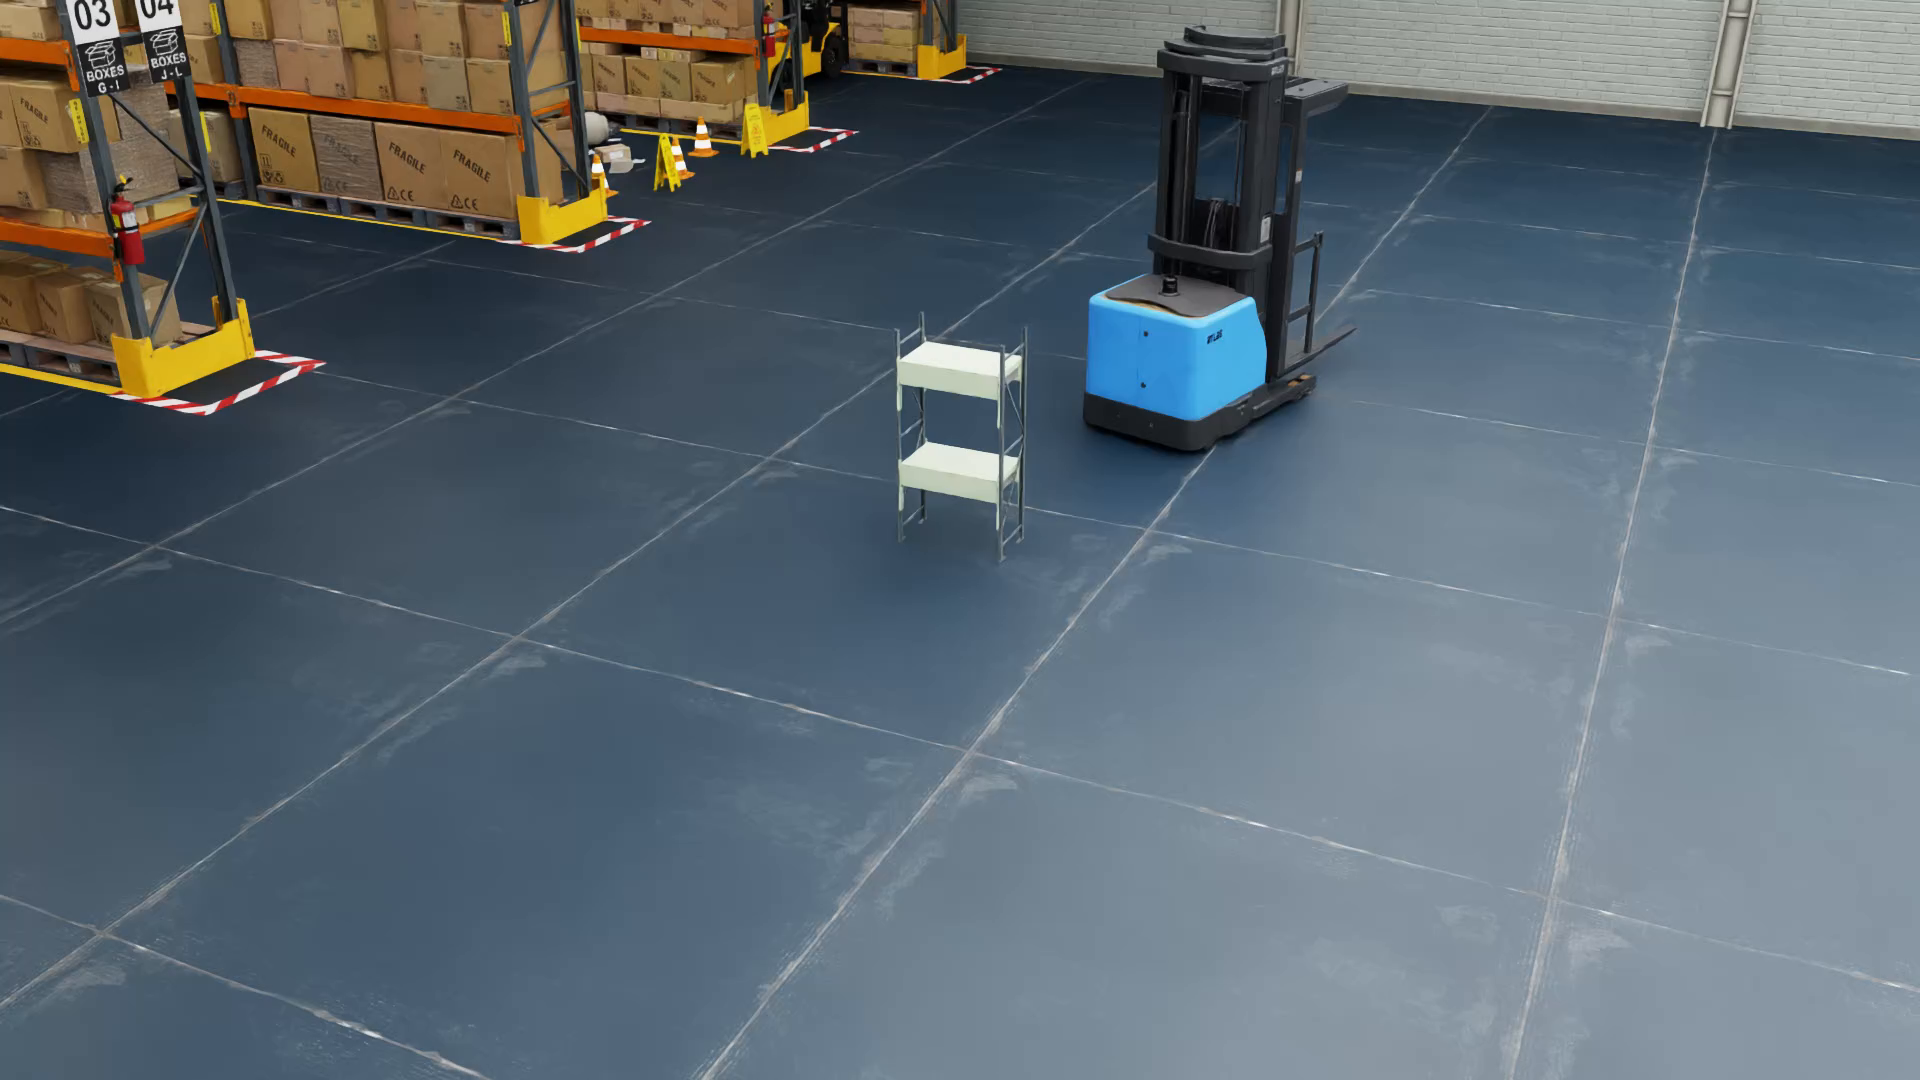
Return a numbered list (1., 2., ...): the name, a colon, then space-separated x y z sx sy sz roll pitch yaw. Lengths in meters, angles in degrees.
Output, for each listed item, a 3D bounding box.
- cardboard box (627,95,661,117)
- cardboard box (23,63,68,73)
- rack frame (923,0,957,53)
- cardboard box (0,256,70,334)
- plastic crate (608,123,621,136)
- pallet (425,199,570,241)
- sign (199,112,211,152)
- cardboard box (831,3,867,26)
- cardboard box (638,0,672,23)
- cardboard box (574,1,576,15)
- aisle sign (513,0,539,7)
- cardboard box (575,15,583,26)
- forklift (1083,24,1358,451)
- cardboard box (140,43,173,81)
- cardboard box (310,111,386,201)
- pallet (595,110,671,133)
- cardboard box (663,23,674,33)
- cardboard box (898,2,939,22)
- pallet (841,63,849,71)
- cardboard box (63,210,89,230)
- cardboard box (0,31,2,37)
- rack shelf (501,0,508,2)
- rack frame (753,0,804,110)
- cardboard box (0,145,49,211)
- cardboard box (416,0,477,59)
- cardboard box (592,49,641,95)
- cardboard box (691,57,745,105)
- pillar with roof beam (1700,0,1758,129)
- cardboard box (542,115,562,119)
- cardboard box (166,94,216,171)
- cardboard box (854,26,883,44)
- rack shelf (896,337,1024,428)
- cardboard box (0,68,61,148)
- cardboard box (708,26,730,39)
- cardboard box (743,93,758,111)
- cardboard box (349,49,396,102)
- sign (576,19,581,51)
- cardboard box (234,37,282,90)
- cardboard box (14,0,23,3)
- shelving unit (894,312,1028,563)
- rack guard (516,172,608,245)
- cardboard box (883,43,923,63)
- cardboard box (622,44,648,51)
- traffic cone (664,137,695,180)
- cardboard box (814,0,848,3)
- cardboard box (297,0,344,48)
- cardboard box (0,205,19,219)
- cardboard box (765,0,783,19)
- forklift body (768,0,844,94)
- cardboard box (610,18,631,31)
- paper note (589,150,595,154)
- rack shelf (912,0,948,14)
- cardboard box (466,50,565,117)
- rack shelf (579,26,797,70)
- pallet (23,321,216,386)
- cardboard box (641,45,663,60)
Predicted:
1. cardboard box: -4.150 -5.917 22.510 0.500 0.250 0.500 10 28 20
2. cardboard box: -7.298 -3.678 13.743 0.500 0.500 0.500 11 28 22
3. rack frame: -0.305 -8.728 25.582 0.127 3.000 1.000 11 28 22
4. cardboard box: -8.140 -2.152 14.580 0.500 0.500 0.500 14 30 27
5. plastic crate: -4.908 -5.536 22.404 0.583 0.080 0.402 2 26 4
6. pallet: -5.073 -3.586 18.295 1.213 0.211 1.003 11 28 22
7. sign: -6.234 -3.353 13.685 0.005 0.325 0.100 11 28 22
8. cardboard box: -1.784 -8.269 26.156 0.500 0.250 0.500 12 29 22
9. cardboard box: -3.872 -7.085 21.794 0.500 0.500 0.500 11 28 22
10. cardboard box: -5.246 -7.366 22.366 0.500 0.500 0.500 11 28 22
11. aisle sign: -4.373 -5.755 16.601 0.004 0.787 0.394 11 28 22
12. cardboard box: -5.127 -7.043 22.443 0.250 0.149 0.380 12 29 23
13. forklift: 2.276 -2.564 13.140 1.130 2.935 3.031 20 32 34
14. cardboard box: -9.000 -5.579 19.073 0.500 0.500 0.500 11 28 21
15. cardboard box: -6.589 -4.383 18.686 0.875 0.875 0.875 12 28 22
16. pallet: -4.257 -5.881 22.956 1.213 0.211 1.003 11 28 22
17. cardboard box: -3.708 -6.797 21.943 0.250 0.149 0.380 12 29 23
18. cardboard box: -0.664 -8.295 26.209 0.500 0.250 0.500 11 28 21
19. pallet: -2.125 -7.824 26.902 1.213 0.211 1.003 11 28 22
20. cardboard box: -7.031 -2.649 13.519 0.250 0.149 0.380 11 28 22
21. cardboard box: -7.458 -4.101 12.958 0.500 0.250 0.500 12 28 22
22. rack shelf: -6.134 -6.111 17.685 4.000 0.370 1.077 11 28 22
23. rack frame: -2.356 -6.732 21.527 0.127 3.000 1.000 11 28 22
24. cardboard box: -7.452 -3.080 13.660 0.500 0.500 0.875 11 28 22
25. cardboard box: -5.174 -5.421 17.473 0.550 0.550 0.875 11 28 22
26. cardboard box: -4.609 -6.349 22.538 0.500 0.500 0.500 13 29 24
27. cardboard box: -3.193 -6.064 21.960 0.500 0.500 0.500 12 28 22
28. pillar with roof beam: 8.576 -7.984 17.279 0.400 9.000 9.100 11 28 22
29. cardboard box: -5.585 -5.600 22.054 0.500 0.500 0.500 -12 29 -23
30. cardboard box: -9.433 -4.888 19.854 0.750 0.750 1.050 11 28 22
31. cardboard box: -1.329 -7.966 26.106 0.500 0.250 0.500 11 28 21
32. rack shelf: 0.006 -1.022 10.744 0.720 0.370 0.431 11 28 22
33. cardboard box: -7.519 -3.464 13.308 0.500 0.500 0.500 11 28 22
34. cardboard box: -3.062 -6.603 21.550 0.250 0.149 0.380 11 28 21
35. cardboard box: -2.976 -5.945 22.567 0.500 0.250 0.500 11 28 21
36. cardboard box: -6.137 -5.165 18.174 0.500 0.550 0.875 11 28 22
37. sign: -4.078 -5.369 17.689 0.005 0.325 0.100 11 28 22
38. cardboard box: -7.614 -5.459 18.772 0.550 0.550 0.875 11 28 22
39. cardboard box: -7.029 -4.224 12.756 0.250 0.149 0.380 10 28 20
40. shelving unit: 0.006 -0.672 10.916 0.755 1.500 0.431 11 28 22
41. rack guard: -4.291 -3.597 17.990 0.348 0.500 1.175 11 28 22
42. cardboard box: -0.863 -7.642 26.013 0.500 0.250 0.500 12 28 22
43. cardboard box: -4.419 -6.569 22.984 0.500 0.500 0.500 13 29 24
44. traffic cone: -3.432 -4.645 20.160 0.334 0.463 0.336 11 28 22
45. cardboard box: -2.035 -8.578 26.782 0.500 0.250 0.500 11 28 21
46. cardboard box: -6.649 -5.717 18.073 0.550 0.550 0.875 11 28 22
47. cardboard box: -7.711 -2.788 13.802 0.250 0.149 0.380 11 28 22
48. cardboard box: -2.673 -7.108 21.841 0.500 0.500 0.500 11 28 21
49. forklift body: -2.786 -7.960 24.983 1.214 2.155 2.313 11 28 22
50. cardboard box: -4.442 -6.891 22.135 0.250 0.149 0.380 11 28 22
51. paper note: -4.752 -4.982 21.348 0.142 0.019 0.148 23 35 39
52. rack shelf: -2.125 -8.771 26.483 4.000 0.370 1.077 11 28 22
53. cardboard box: -4.670 -4.840 17.514 0.550 0.550 0.875 11 28 22
54. rack shelf: -4.177 -6.774 22.428 4.000 0.370 1.077 11 28 22
55. pallet: -7.252 -1.672 14.408 1.213 0.211 1.003 11 28 22
56. cardboard box: -4.022 -6.492 22.093 0.250 0.149 0.380 13 29 24
